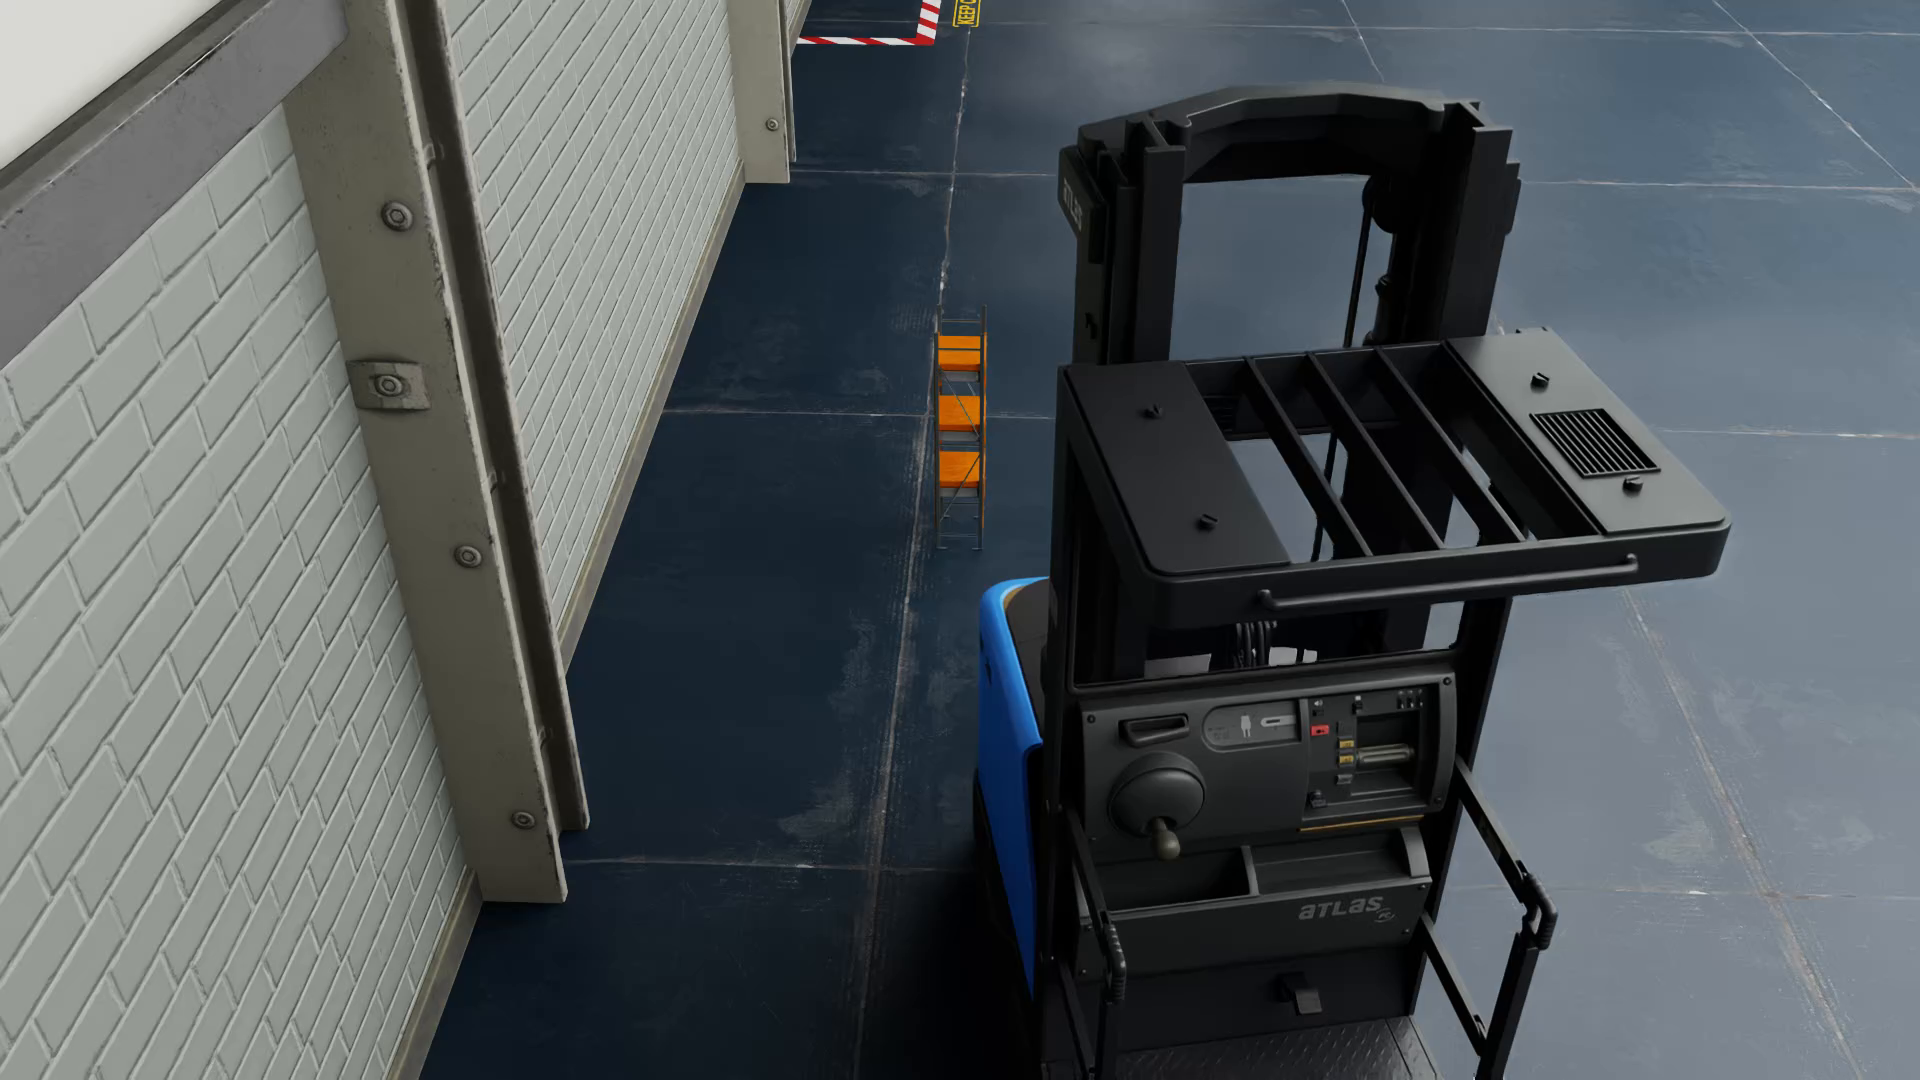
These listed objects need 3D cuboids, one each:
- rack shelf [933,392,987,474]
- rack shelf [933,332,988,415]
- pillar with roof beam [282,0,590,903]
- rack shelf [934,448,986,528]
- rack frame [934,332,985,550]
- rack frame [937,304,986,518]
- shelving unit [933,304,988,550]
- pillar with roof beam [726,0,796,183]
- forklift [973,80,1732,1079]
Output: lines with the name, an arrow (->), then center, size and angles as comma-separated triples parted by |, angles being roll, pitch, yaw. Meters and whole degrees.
rack shelf -> 0.002, -0.452, 6.998 | 0.215, 0.259, 0.240 | 1, 35, 2
rack shelf -> 0.002, -0.684, 6.835 | 0.215, 0.259, 0.240 | 1, 35, 2
pillar with roof beam -> 2.838, -2.492, 2.970 | 9.100, 9.000, 0.400 | 1, 35, 2
rack shelf -> 0.002, -0.224, 7.158 | 0.215, 0.259, 0.240 | 1, 35, 2
rack frame -> -0.003, -0.390, 6.892 | 0.200, 1.050, 0.008 | 1, 35, 2
rack frame -> 0.007, -0.530, 7.092 | 0.200, 1.050, 0.008 | 1, 35, 2
shelving unit -> 0.002, -0.460, 6.992 | 0.215, 1.050, 0.252 | 1, 35, 2
pillar with roof beam -> 3.079, -5.939, 7.875 | 9.100, 9.000, 0.400 | 1, 35, 2
forklift -> 0.784, 0.602, 3.844 | 1.130, 2.935, 3.031 | -5, 35, -7
